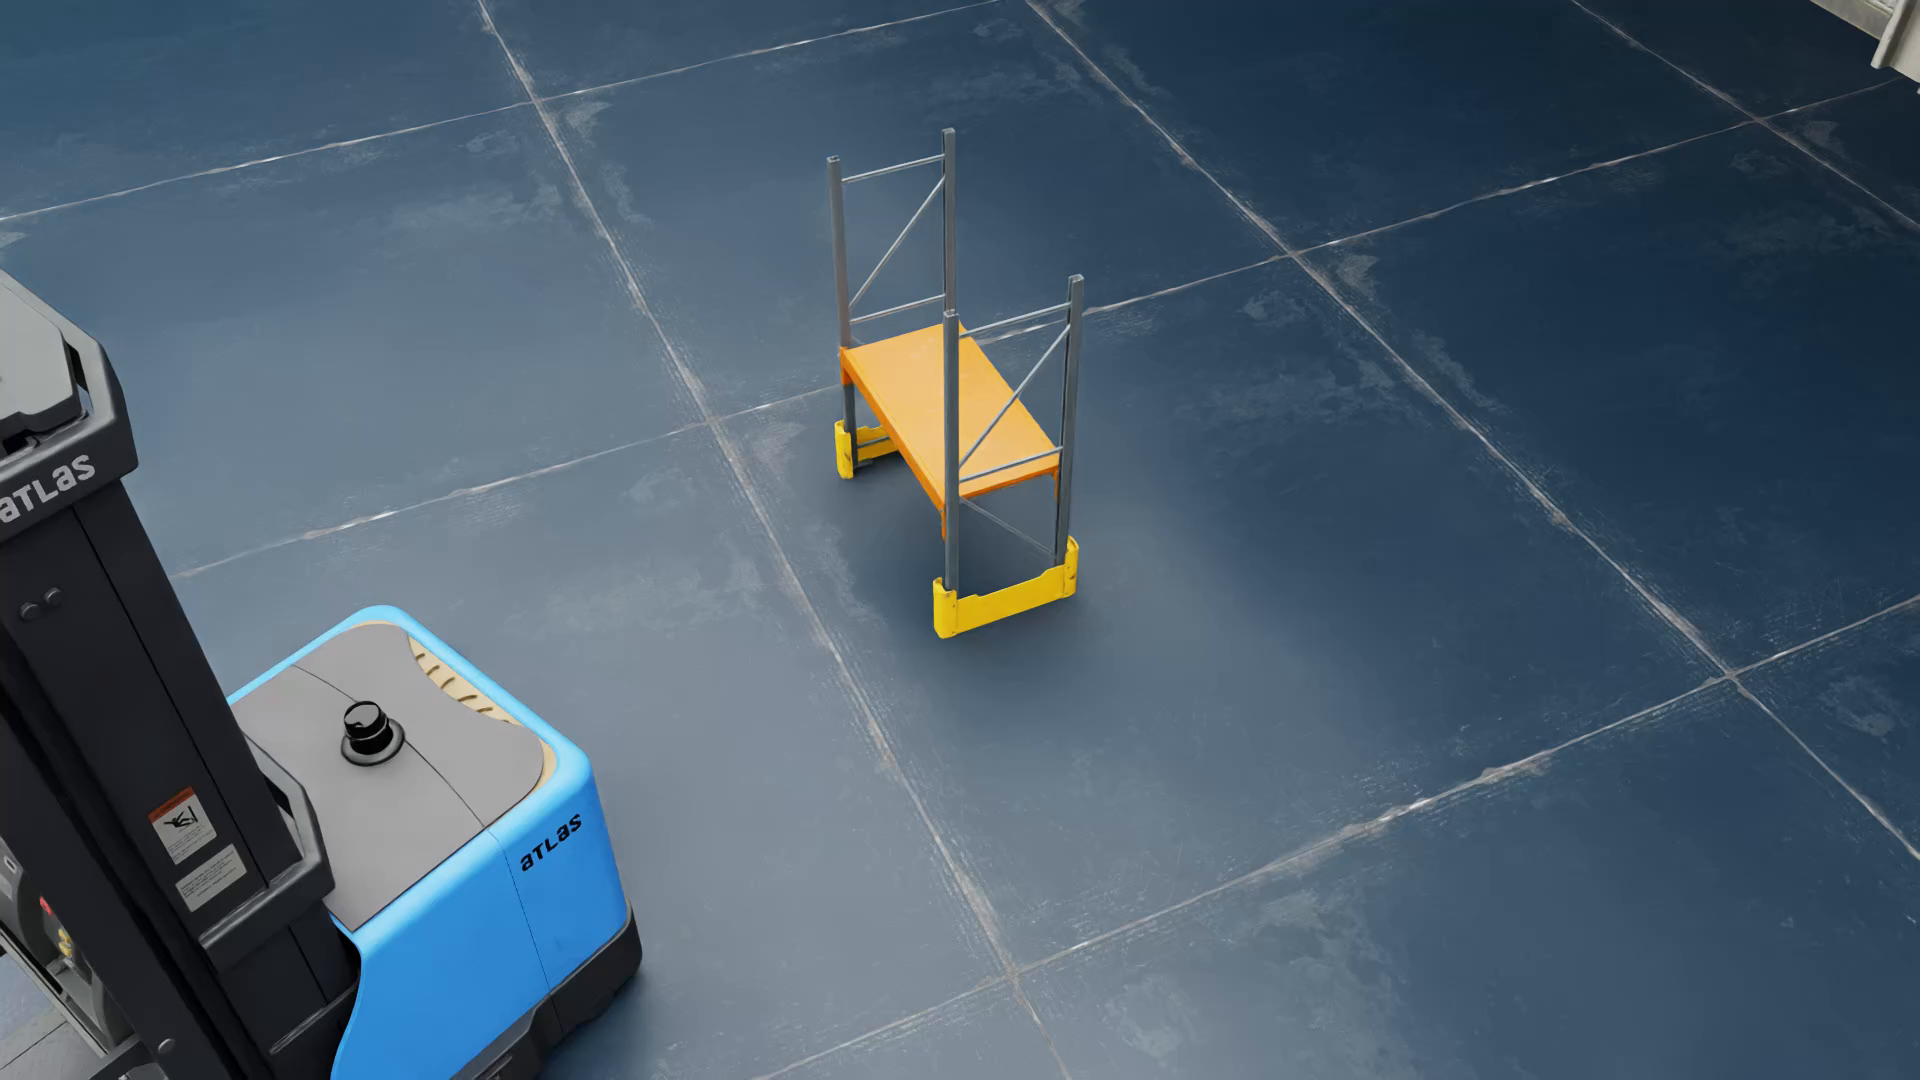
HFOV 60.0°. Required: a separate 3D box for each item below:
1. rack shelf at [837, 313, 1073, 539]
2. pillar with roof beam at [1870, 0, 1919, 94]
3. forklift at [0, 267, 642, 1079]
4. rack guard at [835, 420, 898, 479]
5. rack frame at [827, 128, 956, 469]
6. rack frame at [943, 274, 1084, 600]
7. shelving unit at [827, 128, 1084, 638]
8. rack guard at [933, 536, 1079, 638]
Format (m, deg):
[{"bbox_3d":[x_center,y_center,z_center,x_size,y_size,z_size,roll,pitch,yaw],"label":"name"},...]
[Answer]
[{"bbox_3d":[-0.036,-0.460,6.405,0.538,0.185,1.000,-18,47,-17],"label":"rack shelf"},{"bbox_3d":[1.516,-4.570,4.975,9.100,9.000,0.400,-18,47,-17],"label":"pillar with roof beam"},{"bbox_3d":[-2.349,0.901,3.750,1.130,2.935,3.031,31,52,27],"label":"forklift"},{"bbox_3d":[-0.241,-0.455,7.033,0.587,0.250,0.087,-18,47,-17],"label":"rack guard"},{"bbox_3d":[-0.250,-0.912,6.607,0.500,1.500,0.032,-18,47,-17],"label":"rack frame"},{"bbox_3d":[0.178,-0.264,5.950,0.500,1.500,0.032,-18,47,-17],"label":"rack frame"},{"bbox_3d":[-0.032,-0.582,6.272,0.587,1.500,1.083,-18,47,-17],"label":"shelving unit"},{"bbox_3d":[0.177,0.180,6.390,0.587,0.250,0.087,-18,47,-17],"label":"rack guard"}]
